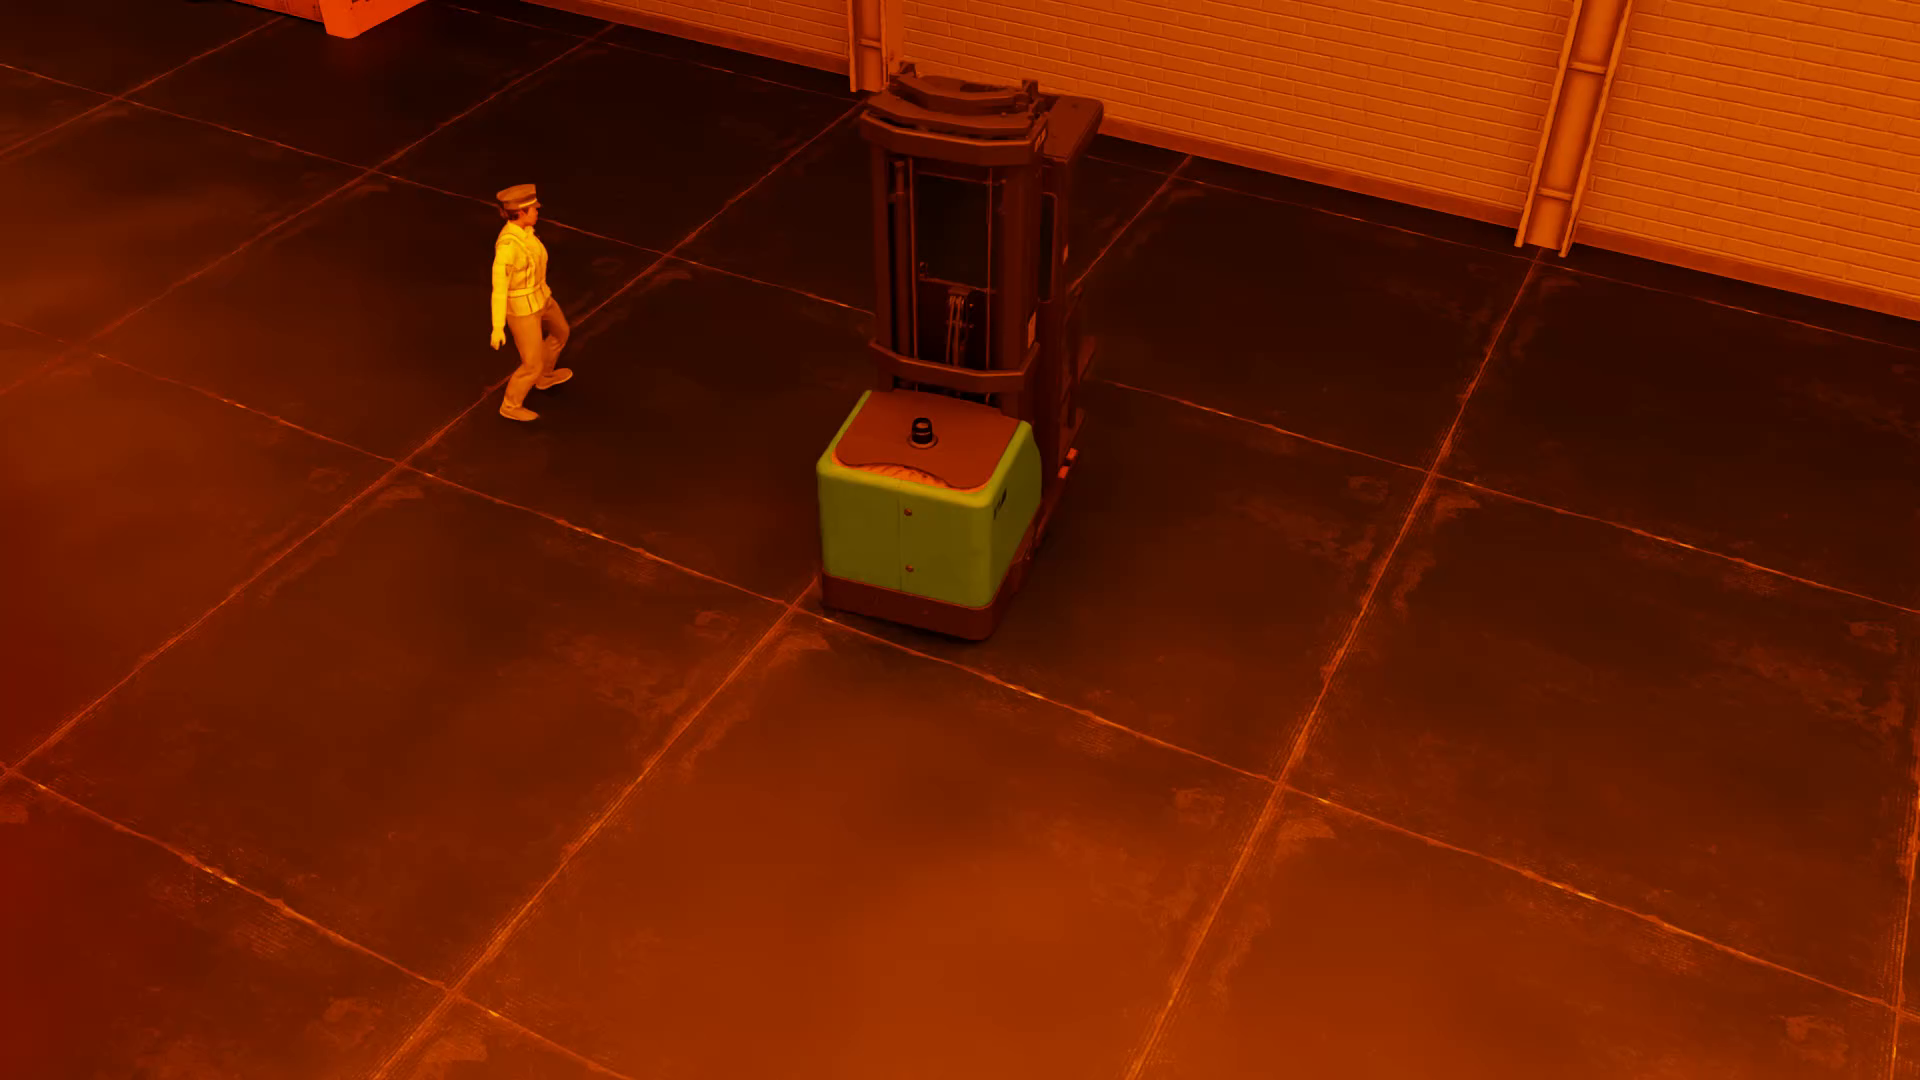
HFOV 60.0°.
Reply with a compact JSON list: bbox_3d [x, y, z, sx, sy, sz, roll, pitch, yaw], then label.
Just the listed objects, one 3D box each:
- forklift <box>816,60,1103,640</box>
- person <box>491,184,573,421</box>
[{"bbox_3d":[0.151,-1.508,9.778,1.130,2.935,3.031,12,42,14],"label":"forklift"},{"bbox_3d":[-2.873,-1.513,10.854,0.441,1.651,0.812,5,40,6],"label":"person"}]
